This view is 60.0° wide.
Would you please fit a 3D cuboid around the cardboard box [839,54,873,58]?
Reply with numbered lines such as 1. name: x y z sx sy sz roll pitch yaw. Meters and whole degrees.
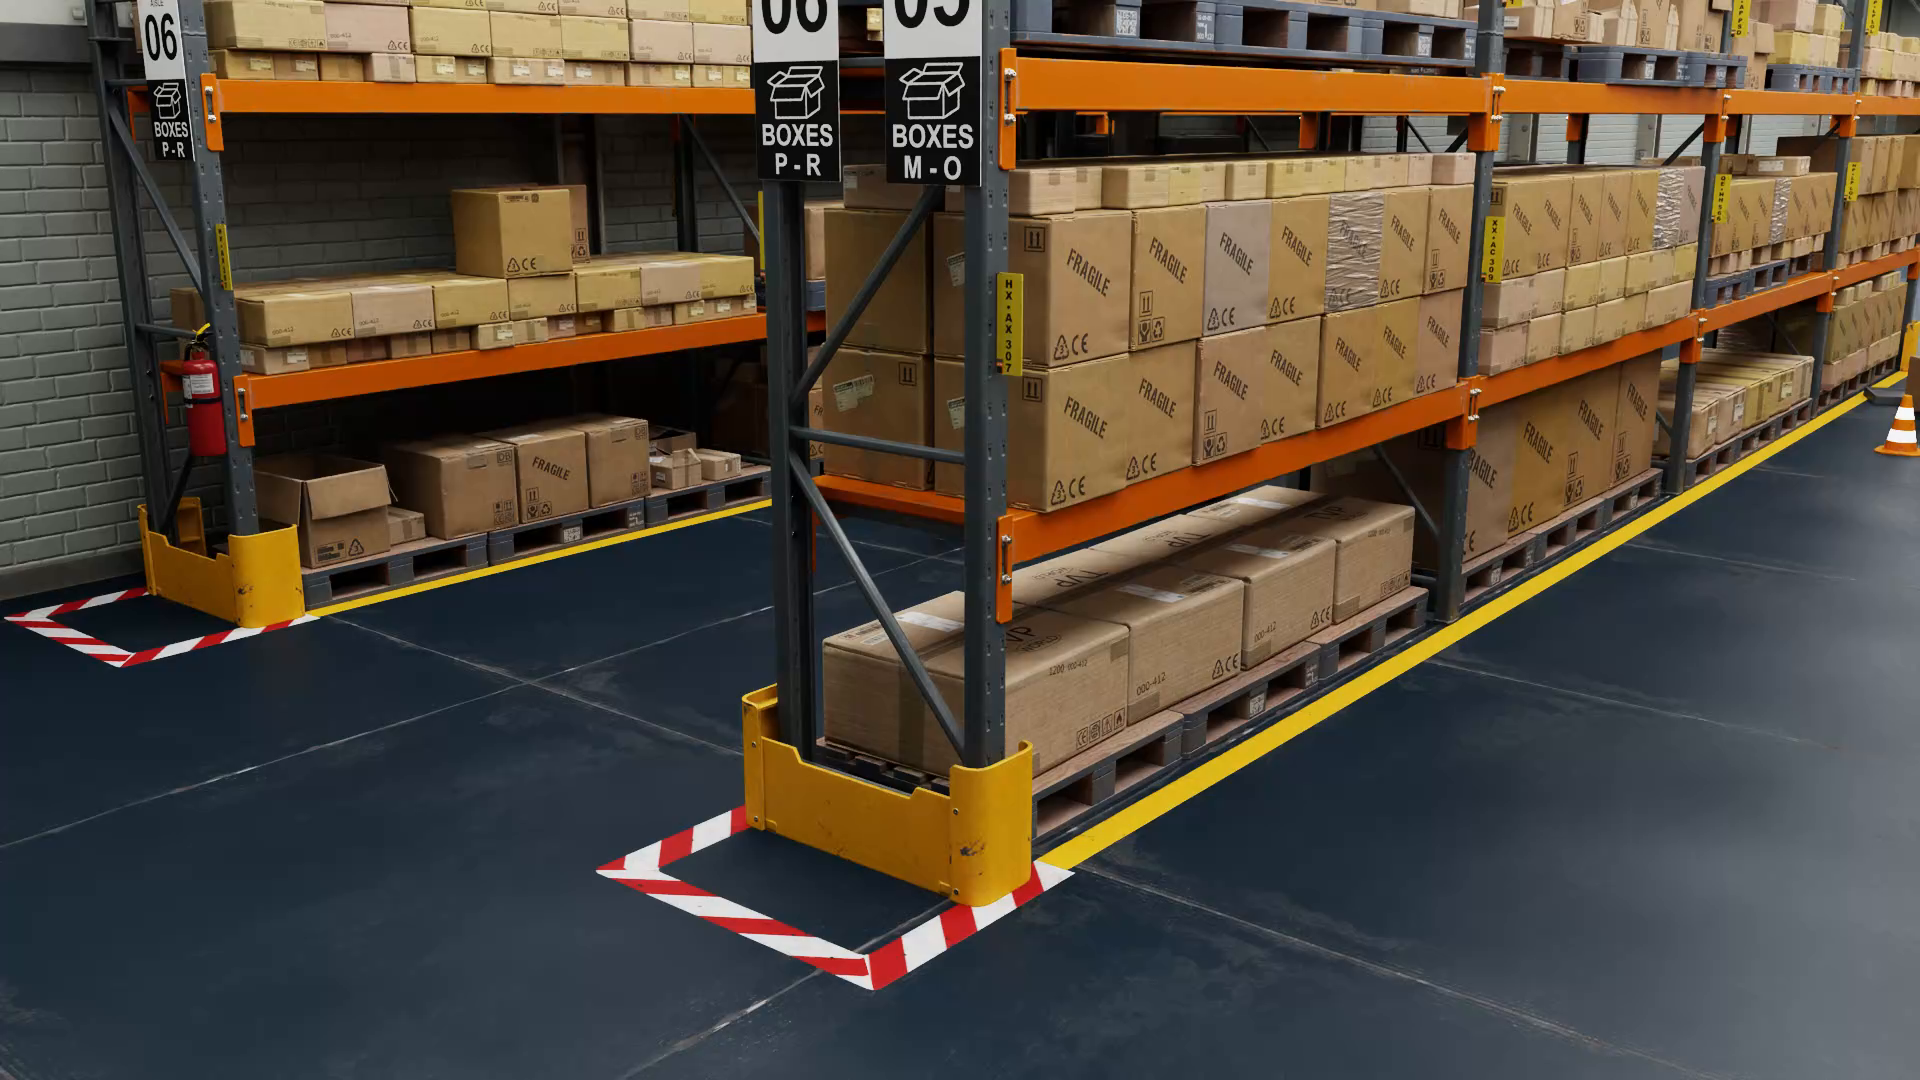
1. cardboard box: -0.872 -3.714 12.512 0.380 0.149 0.250 11 18 36

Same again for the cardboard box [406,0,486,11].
1. cardboard box: -3.018 -3.094 9.303 0.500 0.250 0.500 11 18 37

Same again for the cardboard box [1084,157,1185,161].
1. cardboard box: 0.740 -1.567 7.150 0.380 0.149 0.250 12 19 39

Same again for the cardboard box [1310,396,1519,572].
1. cardboard box: 2.573 -0.391 9.532 0.875 0.875 0.875 12 19 39

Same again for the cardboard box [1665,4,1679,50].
1. cardboard box: 4.166 -3.126 10.166 0.396 0.266 0.258 11 18 36

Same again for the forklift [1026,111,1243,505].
1. forklift: 1.223 -1.743 11.531 1.130 2.935 3.031 13 19 41

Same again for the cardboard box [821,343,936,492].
1. cardboard box: -0.171 -0.502 6.303 0.500 0.500 0.500 11 18 38

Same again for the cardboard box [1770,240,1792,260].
1. cardboard box: 6.512 -2.366 13.500 0.380 0.149 0.250 11 18 37

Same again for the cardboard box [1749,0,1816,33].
1. cardboard box: 6.384 -4.116 13.076 0.500 0.250 0.500 12 18 38

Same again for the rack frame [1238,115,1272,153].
1. rack frame: 3.410 -3.386 17.858 1.000 3.000 0.127 11 18 38

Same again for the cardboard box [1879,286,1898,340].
1. cardboard box: 9.161 -2.324 16.889 0.500 0.500 0.500 12 19 40

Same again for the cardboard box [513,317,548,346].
1. cardboard box: -2.714 -1.279 10.075 0.380 0.149 0.250 12 18 39

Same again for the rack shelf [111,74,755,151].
1. rack shelf: -2.875 -2.576 10.039 1.077 0.370 4.000 11 18 38

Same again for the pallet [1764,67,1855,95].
1. pallet: 6.803 -3.879 14.090 1.213 0.211 1.003 11 18 38

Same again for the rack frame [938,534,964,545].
1. rack frame: -0.048 -0.567 10.417 0.240 1.200 0.006 11 18 38

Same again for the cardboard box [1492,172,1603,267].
1. cardboard box: 3.361 -1.856 9.604 0.500 0.500 0.500 11 18 36

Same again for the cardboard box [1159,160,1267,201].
1. cardboard box: 0.997 -1.439 6.643 0.380 0.149 0.250 11 18 38

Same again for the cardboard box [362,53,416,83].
1. cardboard box: -3.195 -2.577 9.094 0.380 0.149 0.250 12 18 39

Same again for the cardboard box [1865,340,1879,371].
1. cardboard box: 8.832 -1.860 16.583 0.500 0.250 0.500 10 18 36

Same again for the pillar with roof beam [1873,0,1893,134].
1. pillar with roof beam: 26.989 -12.144 40.152 9.100 9.000 0.400 11 18 38

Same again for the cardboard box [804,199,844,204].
1. cardboard box: -0.814 -2.263 12.382 0.700 0.500 0.500 12 18 38

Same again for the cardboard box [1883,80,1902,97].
1. cardboard box: 8.539 -4.205 15.503 0.380 0.149 0.250 11 18 36

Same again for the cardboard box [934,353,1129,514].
1. cardboard box: 0.256 -0.416 5.965 0.500 0.500 0.500 11 18 37

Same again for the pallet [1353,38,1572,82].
1. pallet: 2.783 -2.630 9.182 0.805 0.209 1.217 10 18 35

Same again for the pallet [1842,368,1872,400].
1. pallet: 8.435 -1.635 16.632 1.003 0.211 1.213 11 18 38

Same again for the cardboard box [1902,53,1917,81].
1. cardboard box: 8.720 -4.477 15.761 0.500 0.250 0.500 11 18 38

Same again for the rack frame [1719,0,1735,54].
1. rack frame: 4.759 -4.760 11.083 1.000 3.000 0.127 11 18 38

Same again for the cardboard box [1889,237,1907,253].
1. cardboard box: 9.330 -2.992 16.820 0.380 0.149 0.250 12 18 39

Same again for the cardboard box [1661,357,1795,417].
1. cardboard box: 6.497 -1.309 14.168 0.950 0.372 0.625 13 19 41

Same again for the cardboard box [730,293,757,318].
1. cardboard box: -1.622 -1.632 11.464 0.380 0.149 0.250 12 18 38

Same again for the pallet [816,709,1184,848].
1. pallet: 0.173 0.866 6.785 1.003 0.211 1.213 11 18 38

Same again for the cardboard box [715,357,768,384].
1. cardboard box: -1.611 -1.275 12.456 0.380 0.149 0.250 10 18 35

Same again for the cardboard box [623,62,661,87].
1. cardboard box: -2.104 -2.928 10.475 0.380 0.149 0.250 11 18 37

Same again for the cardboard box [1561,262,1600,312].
1. cardboard box: 3.385 -1.493 9.697 0.500 0.250 0.500 12 18 38

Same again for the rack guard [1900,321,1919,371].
1. rack guard: 9.740 -2.158 18.103 1.175 0.500 0.348 11 18 38

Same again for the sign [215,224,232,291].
1. sign: -3.710 -1.423 8.375 0.100 0.325 0.005 11 18 38

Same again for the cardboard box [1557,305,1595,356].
1. cardboard box: 3.386 -1.252 9.763 0.500 0.250 0.500 11 18 37

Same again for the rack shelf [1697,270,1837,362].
1. rack shelf: 6.016 -1.887 13.418 1.077 0.370 4.000 11 18 38

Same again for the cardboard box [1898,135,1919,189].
1. cardboard box: 9.072 -3.720 16.338 0.700 0.500 0.500 11 18 37

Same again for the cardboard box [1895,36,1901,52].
1. cardboard box: 8.501 -4.604 15.454 0.380 0.149 0.250 11 18 37

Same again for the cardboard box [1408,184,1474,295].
1. cardboard box: 2.164 -1.486 8.147 0.500 0.500 0.500 11 18 37

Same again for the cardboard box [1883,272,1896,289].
1. cardboard box: 9.148 -2.611 16.699 0.380 0.149 0.250 12 18 38

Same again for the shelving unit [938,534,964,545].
1. shelving unit: 0.009 -0.584 10.486 0.258 1.200 0.189 11 18 38

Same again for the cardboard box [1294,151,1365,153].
1. cardboard box: 1.845 -1.913 8.511 0.380 0.149 0.250 11 18 37

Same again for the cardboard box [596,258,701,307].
1. cardboard box: -2.051 -1.692 10.890 0.500 0.250 0.500 11 18 38

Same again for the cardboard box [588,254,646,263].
1. cardboard box: -2.449 -1.775 11.218 0.500 0.250 0.500 11 18 37

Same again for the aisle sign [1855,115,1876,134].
1. aisle sign: 9.585 -4.704 17.768 0.394 0.787 0.004 11 18 38

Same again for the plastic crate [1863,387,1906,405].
1. plastic crate: 8.898 -1.377 15.881 0.402 0.080 0.583 5 15 18

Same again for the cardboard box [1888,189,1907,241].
1. cardboard box: 9.025 -3.240 16.477 0.500 0.500 0.500 11 18 37

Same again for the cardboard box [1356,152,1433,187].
1. cardboard box: 2.049 -1.792 8.032 0.380 0.149 0.250 12 18 39

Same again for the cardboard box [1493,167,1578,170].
1. cardboard box: 3.618 -2.135 10.703 0.500 0.500 0.500 12 18 39

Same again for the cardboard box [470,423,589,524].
1. cardboard box: -2.696 -0.425 10.429 0.500 0.500 0.500 12 18 39

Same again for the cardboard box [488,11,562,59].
1. cardboard box: -2.698 -2.955 9.770 0.500 0.250 0.500 11 18 37

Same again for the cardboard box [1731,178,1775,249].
1. cardboard box: 5.873 -2.502 12.721 0.500 0.500 0.500 12 18 38
